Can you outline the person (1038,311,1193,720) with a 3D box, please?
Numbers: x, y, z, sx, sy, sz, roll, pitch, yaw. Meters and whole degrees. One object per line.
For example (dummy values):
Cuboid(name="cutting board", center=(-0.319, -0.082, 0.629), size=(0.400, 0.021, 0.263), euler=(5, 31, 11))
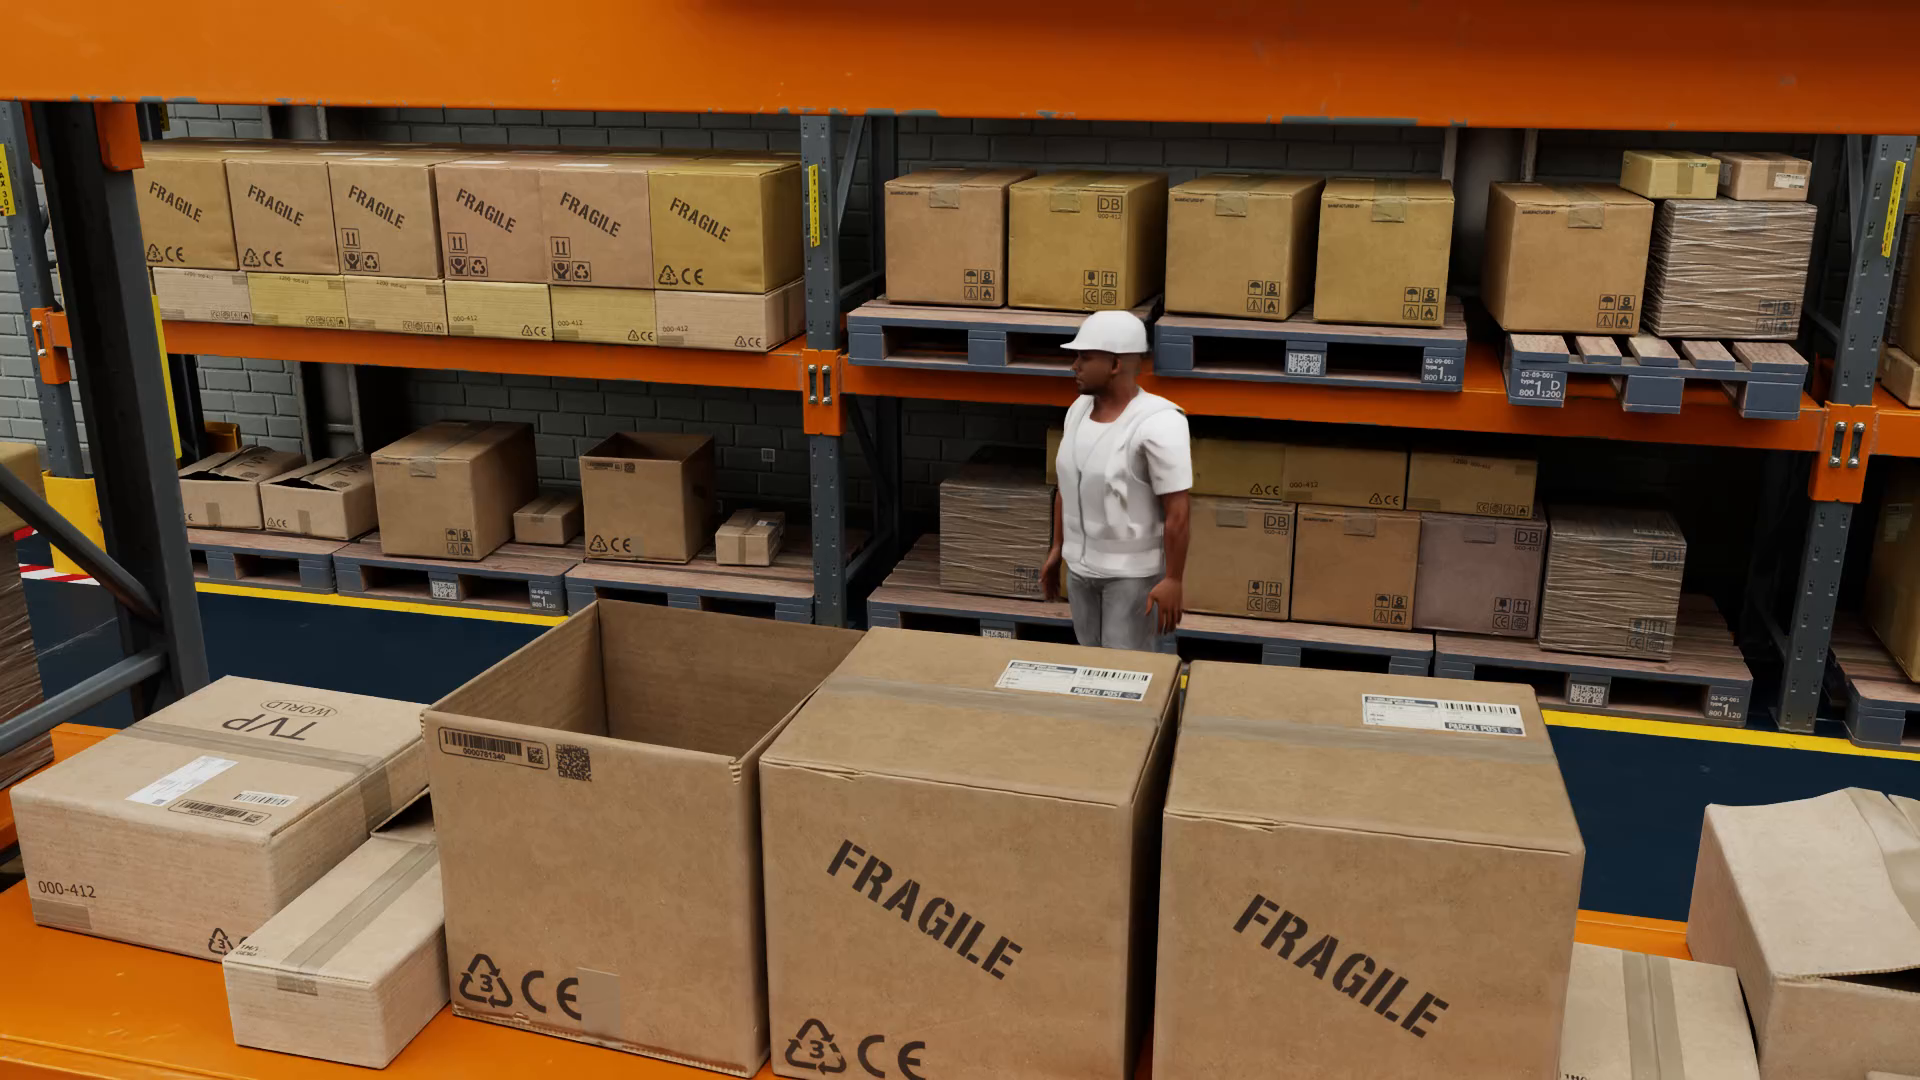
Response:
Cuboid(name="person", center=(0.579, 0.090, 5.732), size=(0.461, 1.766, 0.653), euler=(-12, 22, -33))
